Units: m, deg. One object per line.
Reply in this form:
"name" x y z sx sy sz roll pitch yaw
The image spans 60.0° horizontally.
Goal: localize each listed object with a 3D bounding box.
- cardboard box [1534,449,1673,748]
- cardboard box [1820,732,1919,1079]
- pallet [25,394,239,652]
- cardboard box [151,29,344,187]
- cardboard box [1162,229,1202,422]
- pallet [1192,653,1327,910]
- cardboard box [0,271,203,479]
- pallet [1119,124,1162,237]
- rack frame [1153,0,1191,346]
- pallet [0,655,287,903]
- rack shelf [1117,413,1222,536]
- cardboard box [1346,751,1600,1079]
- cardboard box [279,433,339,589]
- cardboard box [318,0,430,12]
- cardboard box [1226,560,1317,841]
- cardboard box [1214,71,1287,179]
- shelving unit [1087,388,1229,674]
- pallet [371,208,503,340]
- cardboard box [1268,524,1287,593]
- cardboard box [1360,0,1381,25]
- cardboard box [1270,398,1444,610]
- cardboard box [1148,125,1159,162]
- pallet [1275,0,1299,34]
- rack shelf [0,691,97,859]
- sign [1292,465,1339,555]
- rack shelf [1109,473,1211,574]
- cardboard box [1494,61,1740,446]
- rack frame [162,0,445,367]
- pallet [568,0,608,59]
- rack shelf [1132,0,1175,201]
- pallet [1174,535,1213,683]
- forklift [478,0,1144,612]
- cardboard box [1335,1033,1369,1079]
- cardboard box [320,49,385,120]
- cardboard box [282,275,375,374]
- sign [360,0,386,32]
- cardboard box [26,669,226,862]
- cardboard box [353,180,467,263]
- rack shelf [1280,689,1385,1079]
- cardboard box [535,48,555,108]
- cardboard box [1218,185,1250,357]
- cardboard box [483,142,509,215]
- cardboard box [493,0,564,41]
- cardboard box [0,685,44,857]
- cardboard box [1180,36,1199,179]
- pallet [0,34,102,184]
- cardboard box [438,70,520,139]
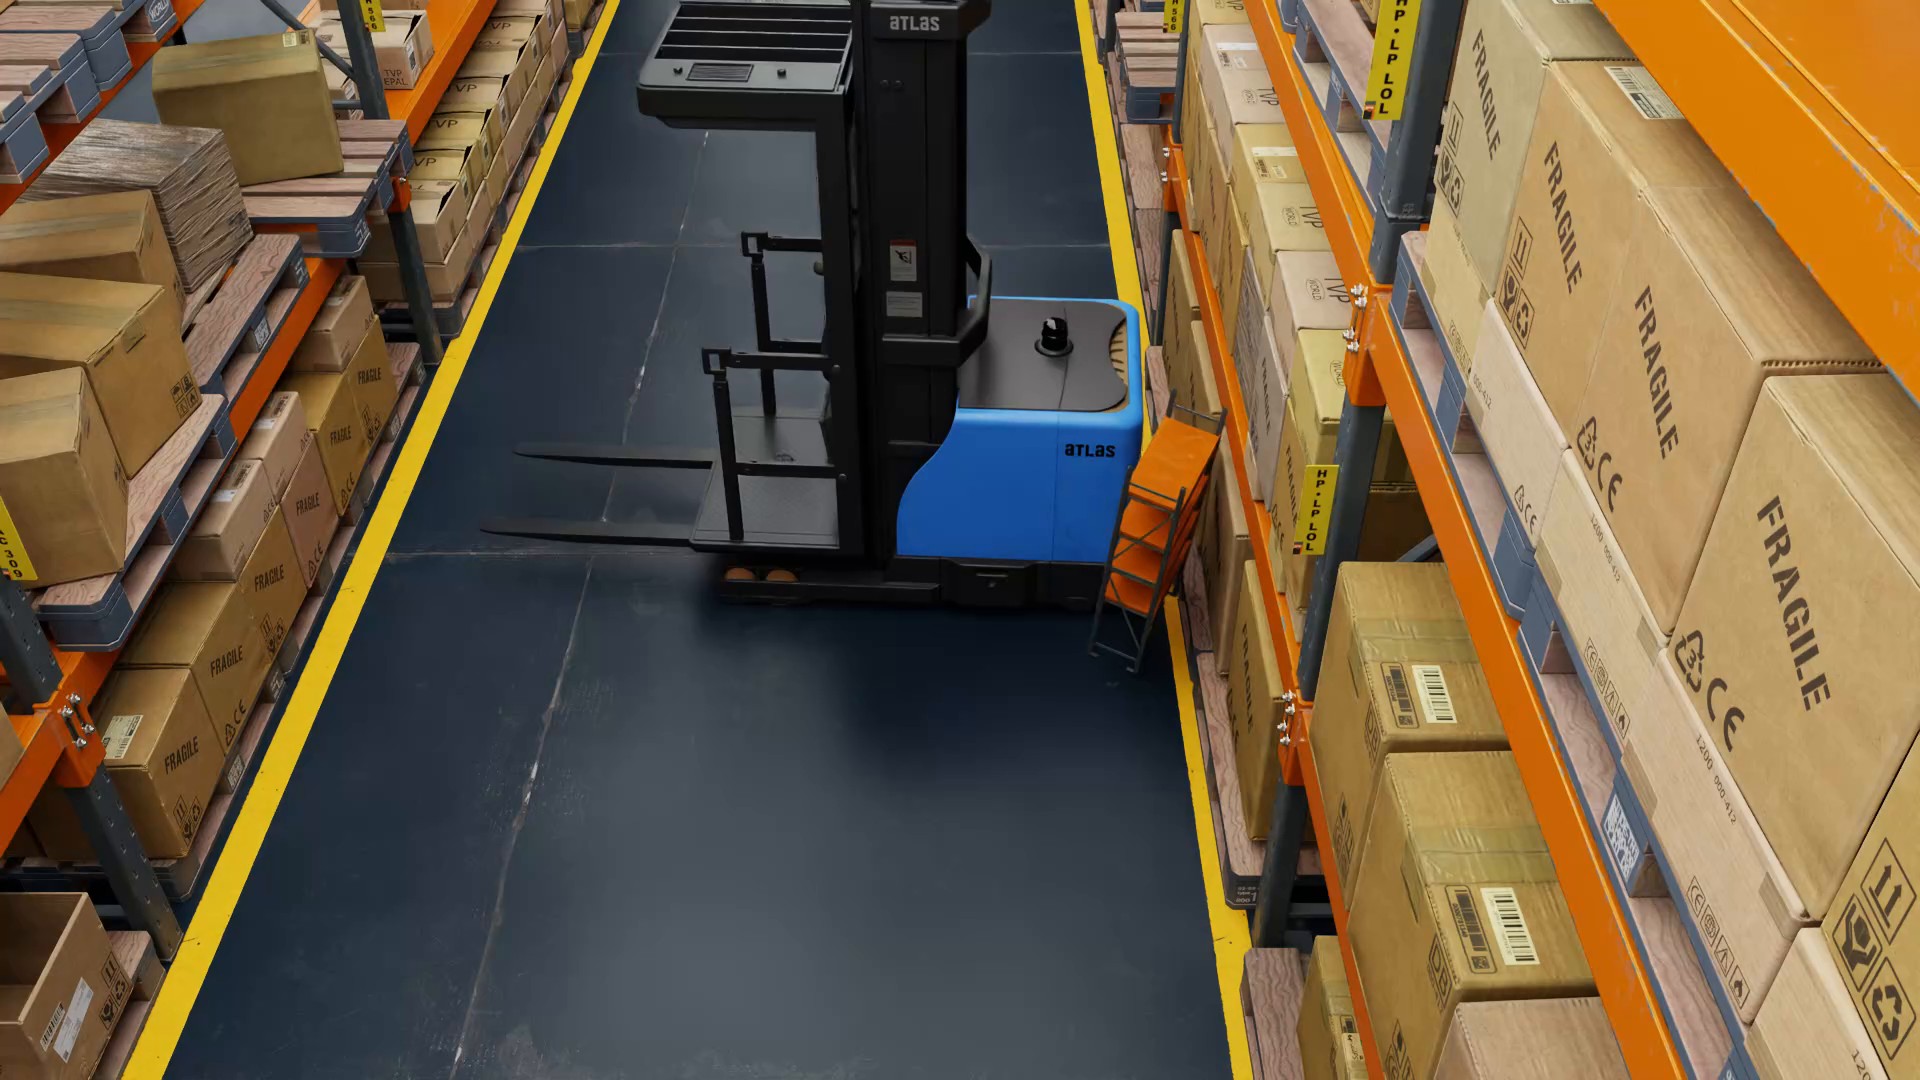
"cardboard box" 1.311 0.086 2.795 0.500 0.250 0.500 -1 39 -1
"cardboard box" 1.321 0.453 1.738 0.500 0.500 0.500 1 39 1
"pallet" -3.266 -0.090 5.862 1.003 0.211 1.213 0 39 0
"cardboard box" -3.265 -1.975 7.646 0.700 0.500 0.500 -12 40 -15
"cardboard box" 1.445 -1.037 8.274 0.750 0.750 0.750 -1 39 -1
"pallet" 1.503 0.935 6.660 1.003 0.211 1.213 0 39 0
"cardboard box" -3.215 -0.594 5.922 0.700 0.500 0.500 6 39 7
"pallet" 1.577 -2.333 10.739 1.003 0.211 1.213 0 39 0
"rack frame" 1.575 -2.172 8.307 1.000 3.000 0.127 0 39 0
"pallet" -3.413 0.915 6.685 1.003 0.211 1.213 0 39 0
"rack shelf" 0.843 -0.268 6.673 0.258 0.148 0.480 22 51 13
"cardboard box" 1.559 1.008 4.099 0.980 0.700 0.700 -1 39 -1
"cardboard box" -3.136 -0.126 7.401 0.500 0.500 0.500 -1 39 -2
"cardboard box" -3.397 -3.254 9.578 0.500 0.500 0.500 -2 39 -2
"cardboard box" 1.449 0.598 6.234 0.750 0.750 0.750 0 39 0
"cardboard box" 1.324 -1.695 6.778 0.500 0.250 0.500 0 39 0
"shelving unit" 0.815 -0.014 6.972 0.258 1.200 0.503 22 51 13
"pallet" -3.341 -1.593 9.814 1.003 0.211 1.213 0 39 0
"cardboard box" 1.272 0.051 5.718 0.380 0.149 0.250 1 39 1
"cardboard box" 1.623 -1.950 5.200 0.700 0.500 0.500 -1 39 -1
"cardboard box" 1.327 -0.122 5.415 0.500 0.500 0.500 -1 39 -1
"cardboard box" 1.599 -2.767 10.697 0.700 0.500 0.500 0 39 0
"pallet" 1.633 -2.167 6.053 1.003 0.211 1.213 2 39 2
"rack shelf" -3.372 1.867 3.843 1.077 0.370 4.000 0 39 0
"sign" 1.037 -0.085 4.840 0.100 0.325 0.005 0 39 0
"rack shelf" 0.826 -0.115 6.853 0.258 0.148 0.480 22 51 13
"cardboard box" 1.307 -0.511 2.940 0.500 0.500 0.500 -1 39 -1
"rack frame" -3.379 -2.166 8.300 1.000 3.000 0.127 0 39 0
"pallet" -3.342 -4.077 12.914 1.003 0.211 1.213 0 39 0
"rack shelf" 1.573 -3.142 10.093 1.077 0.370 4.000 0 39 0
"pallet" 1.499 0.170 7.614 1.003 0.211 1.213 0 39 0
"forklift" -0.702 -1.171 7.113 3.031 2.935 1.130 2 39 3
"cardboard box" 1.296 1.570 4.782 0.380 0.149 0.250 1 39 1
"cardboard box" -3.335 -2.359 8.611 0.500 0.311 0.500 2 39 3
"cardboard box" -3.139 -1.035 7.936 0.500 0.250 0.500 1 39 2
"sign" -2.836 -2.593 7.970 0.100 0.325 0.005 0 39 0
"cardboard box" -3.131 0.836 6.200 0.500 0.500 0.500 -2 39 -2
"cardboard box" -3.086 -1.803 9.262 0.500 0.311 0.500 1 39 1
"rack shelf" 1.582 1.861 3.850 1.077 0.370 4.000 0 39 0
"cardboard box" -3.094 -3.183 11.432 0.500 0.250 0.500 -1 39 -1
"cardboard box" 1.319 -1.067 6.595 0.500 0.500 0.500 1 39 1
"cardboard box" -3.094 -2.224 10.235 0.500 0.250 0.500 -1 39 -1
"cardboard box" -3.096 -3.724 11.659 0.500 0.311 0.500 0 39 0
"cardboard box" -3.661 0.831 6.207 0.500 0.500 0.500 0 39 0
"cardboard box" 1.320 -2.031 7.797 0.500 0.500 0.500 1 39 1
"pallet" -3.305 -1.170 4.808 1.213 0.211 1.003 0 39 0
"cardboard box" -3.094 -2.772 10.471 0.500 0.311 0.500 0 39 -1
